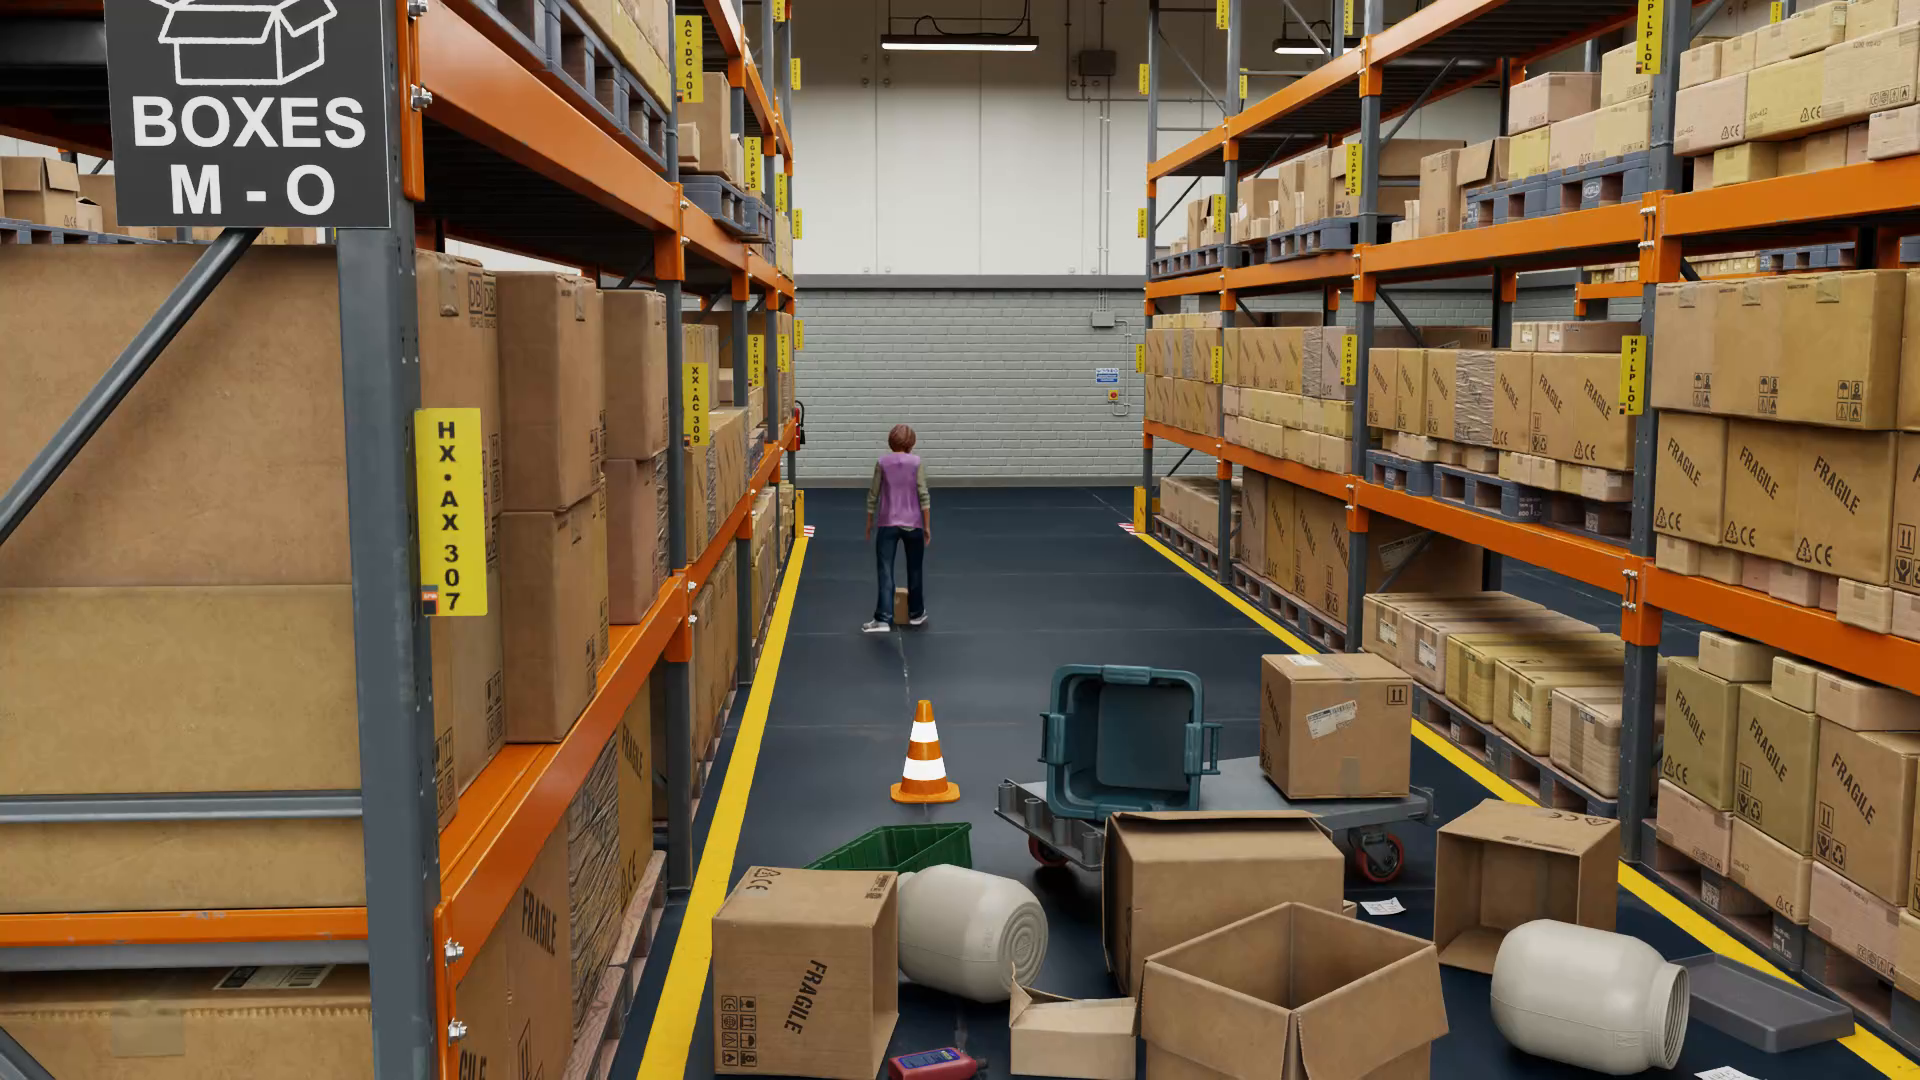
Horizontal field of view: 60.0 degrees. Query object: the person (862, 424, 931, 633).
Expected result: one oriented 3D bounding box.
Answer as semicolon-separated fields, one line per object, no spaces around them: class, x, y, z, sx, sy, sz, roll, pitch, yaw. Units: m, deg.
person;-0.488;-0.092;12.563;0.561;1.547;0.824;-1;7;-8
